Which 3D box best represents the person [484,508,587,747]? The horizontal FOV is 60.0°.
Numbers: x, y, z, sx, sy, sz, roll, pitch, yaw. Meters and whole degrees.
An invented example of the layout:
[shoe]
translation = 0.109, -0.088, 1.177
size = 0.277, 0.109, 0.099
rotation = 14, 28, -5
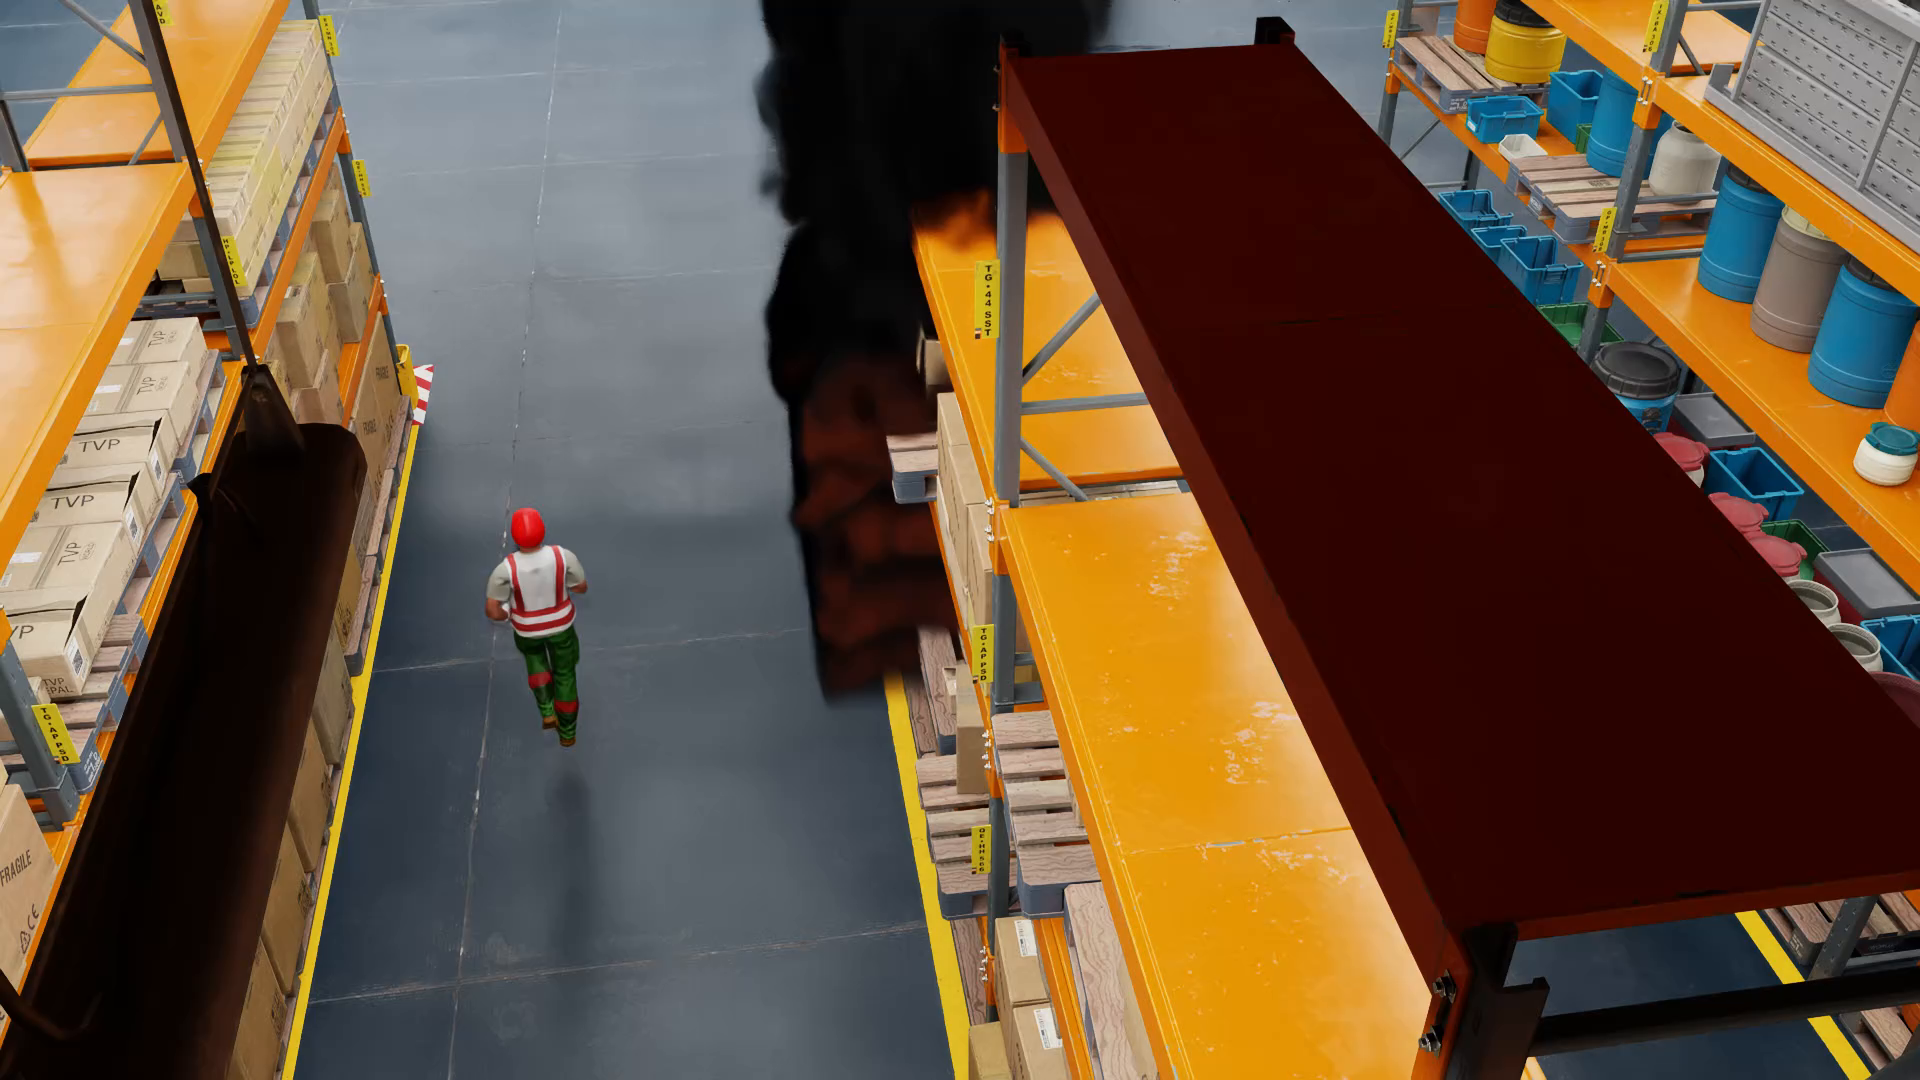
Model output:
[person]
translation = -2.712, 0.520, 10.789
size = 0.638, 1.821, 0.617
rotation = -9, 37, -12
